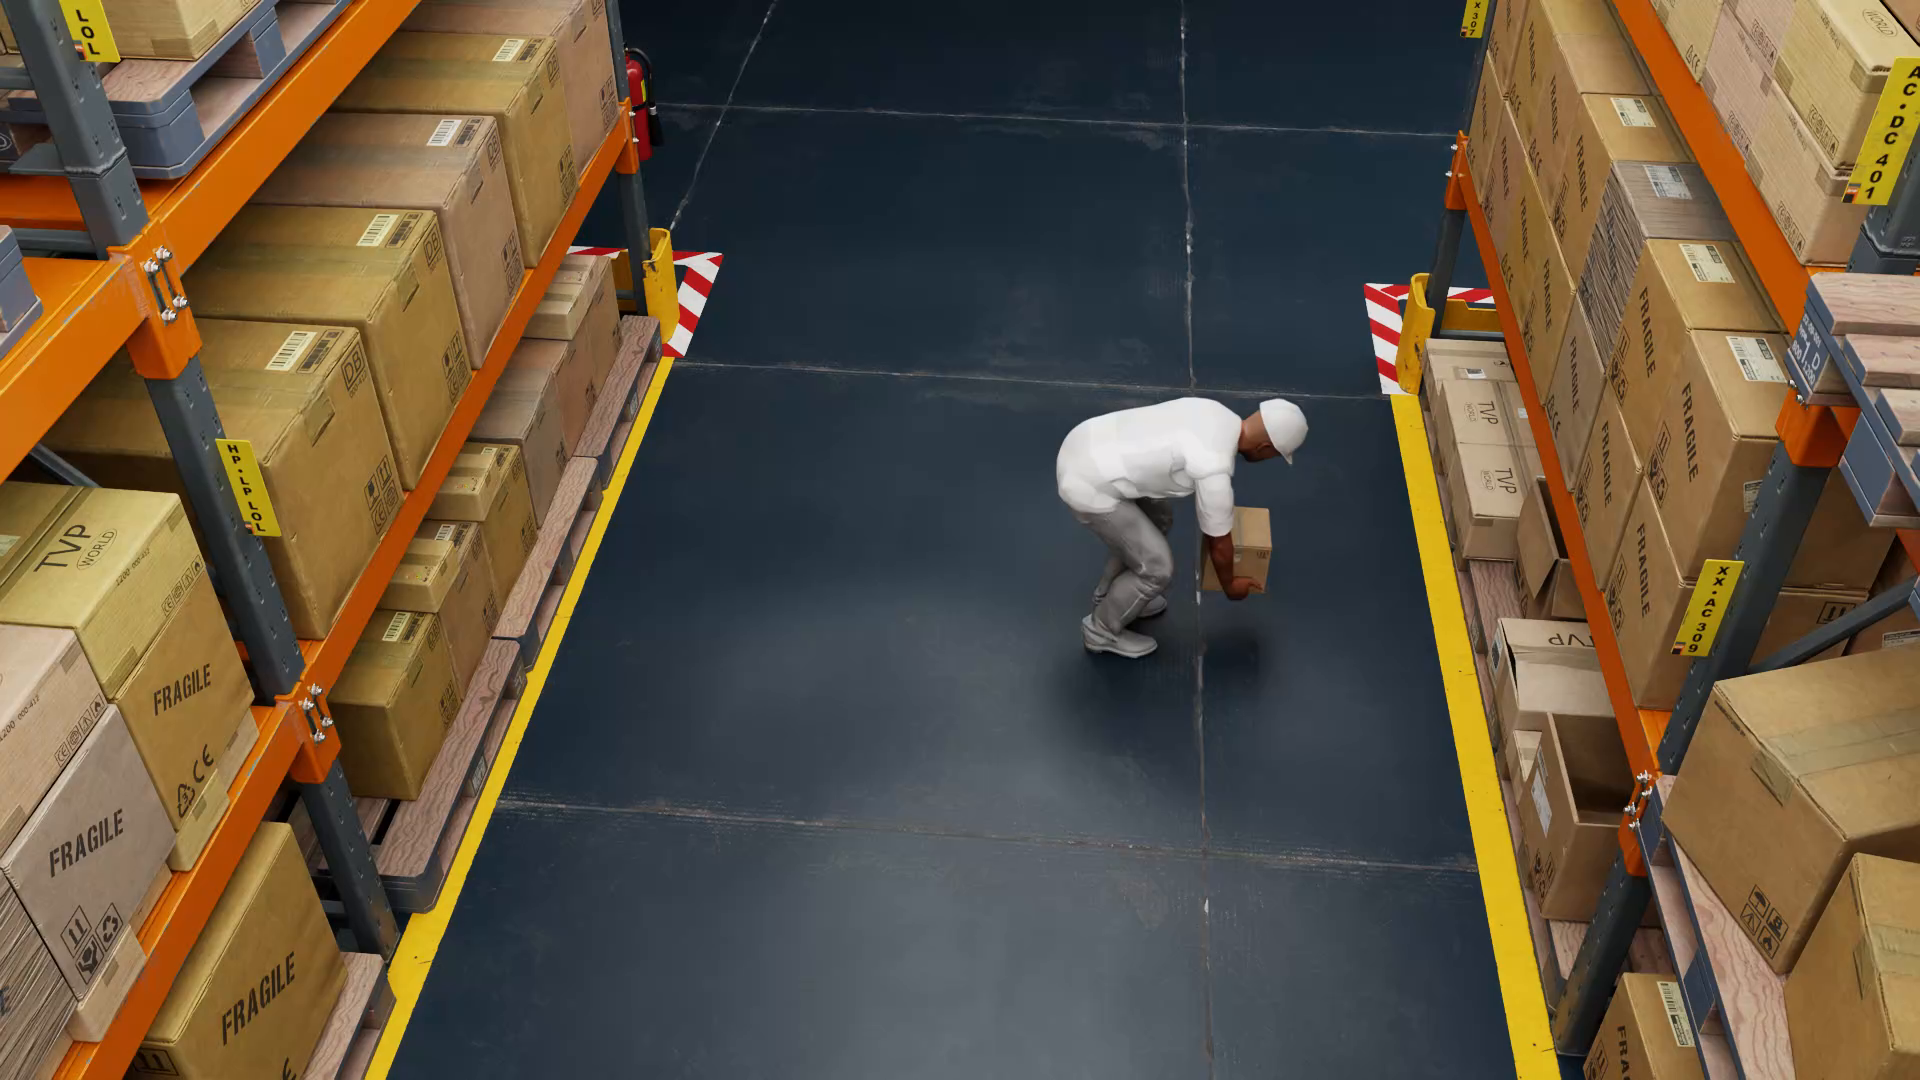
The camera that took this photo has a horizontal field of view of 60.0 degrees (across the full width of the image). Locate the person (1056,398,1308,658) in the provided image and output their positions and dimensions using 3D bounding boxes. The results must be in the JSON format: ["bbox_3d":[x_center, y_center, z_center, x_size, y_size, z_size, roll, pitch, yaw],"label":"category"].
[{"bbox_3d":[0.860,-0.084,6.705,0.957,1.165,0.507,1,40,2],"label":"person"}]
